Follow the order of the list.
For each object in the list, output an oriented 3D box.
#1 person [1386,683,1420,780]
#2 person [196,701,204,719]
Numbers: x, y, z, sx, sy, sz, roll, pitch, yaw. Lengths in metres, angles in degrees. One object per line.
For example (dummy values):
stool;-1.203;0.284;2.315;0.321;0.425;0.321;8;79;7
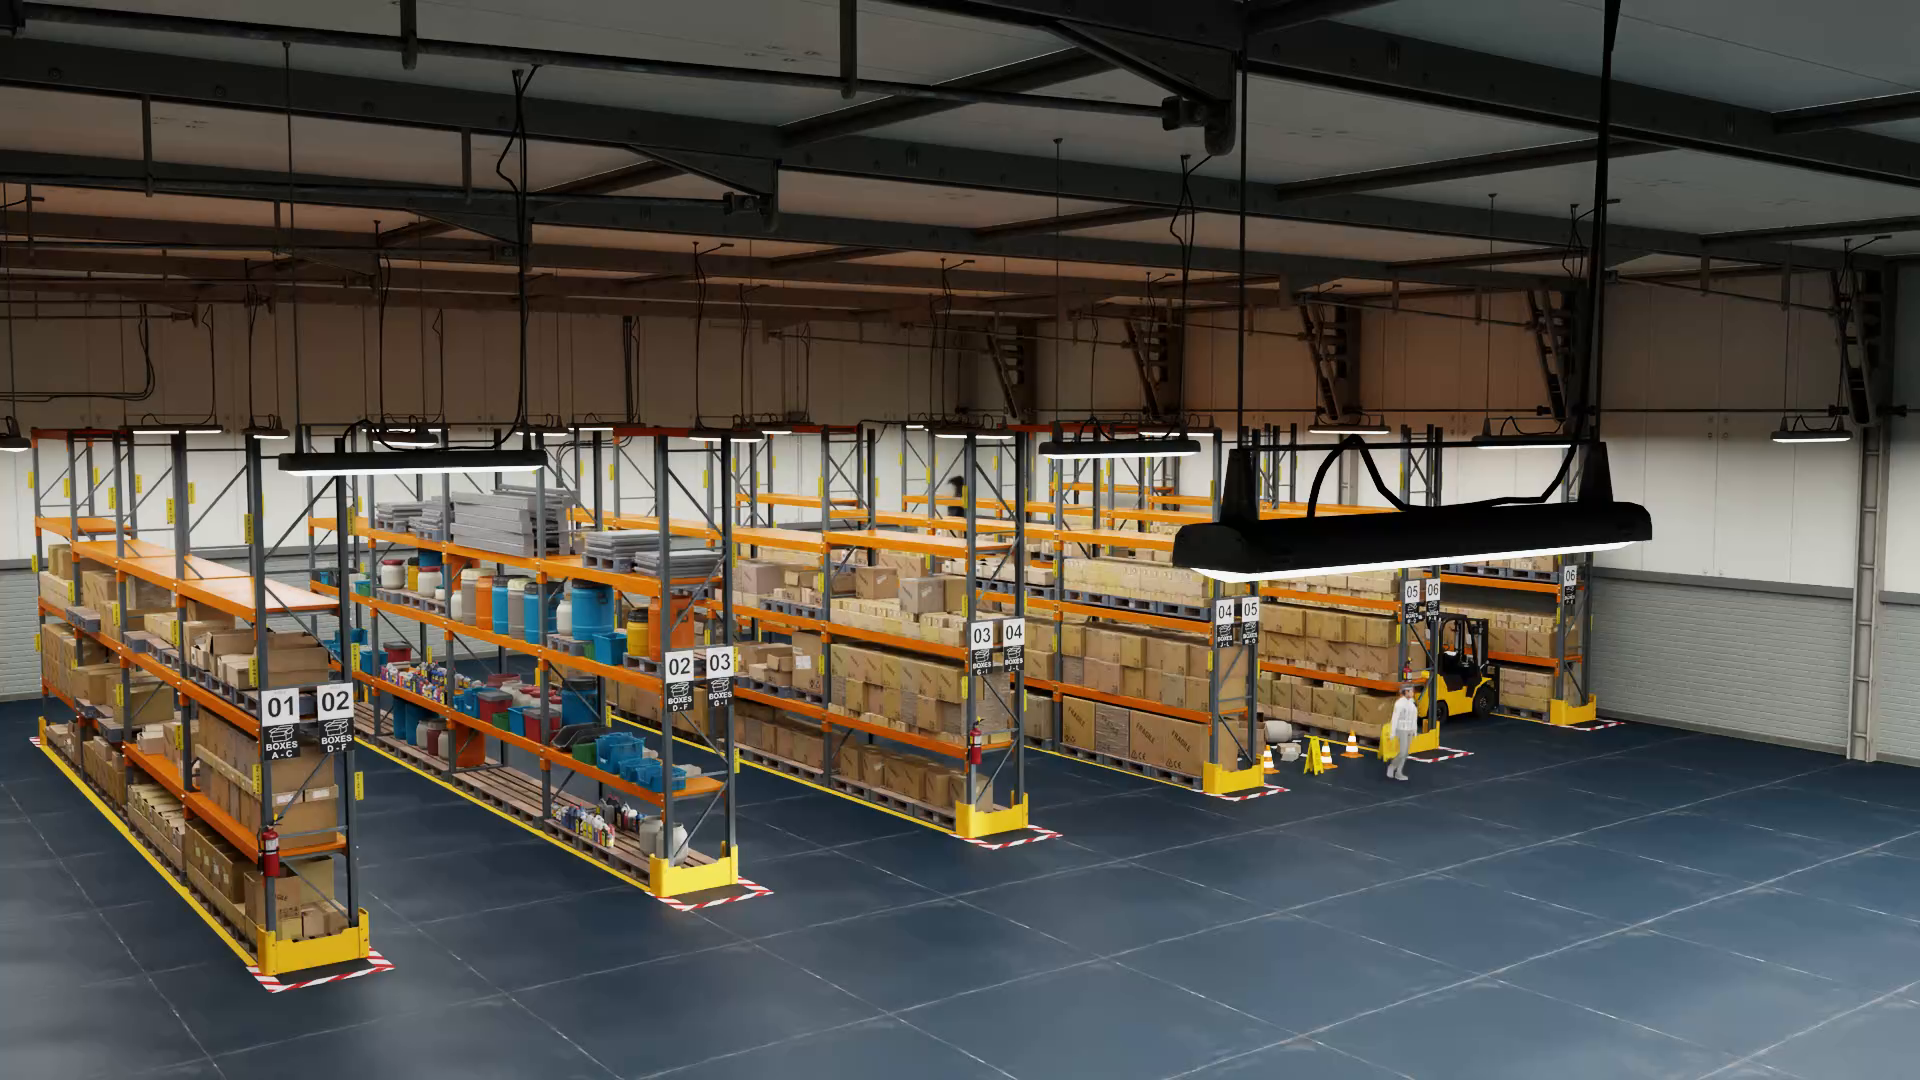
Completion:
person;7.554;3.263;28.364;0.564;1.664;0.443;-4;6;-40
person;-13.679;3.186;30.054;0.719;1.601;0.608;4;6;42
